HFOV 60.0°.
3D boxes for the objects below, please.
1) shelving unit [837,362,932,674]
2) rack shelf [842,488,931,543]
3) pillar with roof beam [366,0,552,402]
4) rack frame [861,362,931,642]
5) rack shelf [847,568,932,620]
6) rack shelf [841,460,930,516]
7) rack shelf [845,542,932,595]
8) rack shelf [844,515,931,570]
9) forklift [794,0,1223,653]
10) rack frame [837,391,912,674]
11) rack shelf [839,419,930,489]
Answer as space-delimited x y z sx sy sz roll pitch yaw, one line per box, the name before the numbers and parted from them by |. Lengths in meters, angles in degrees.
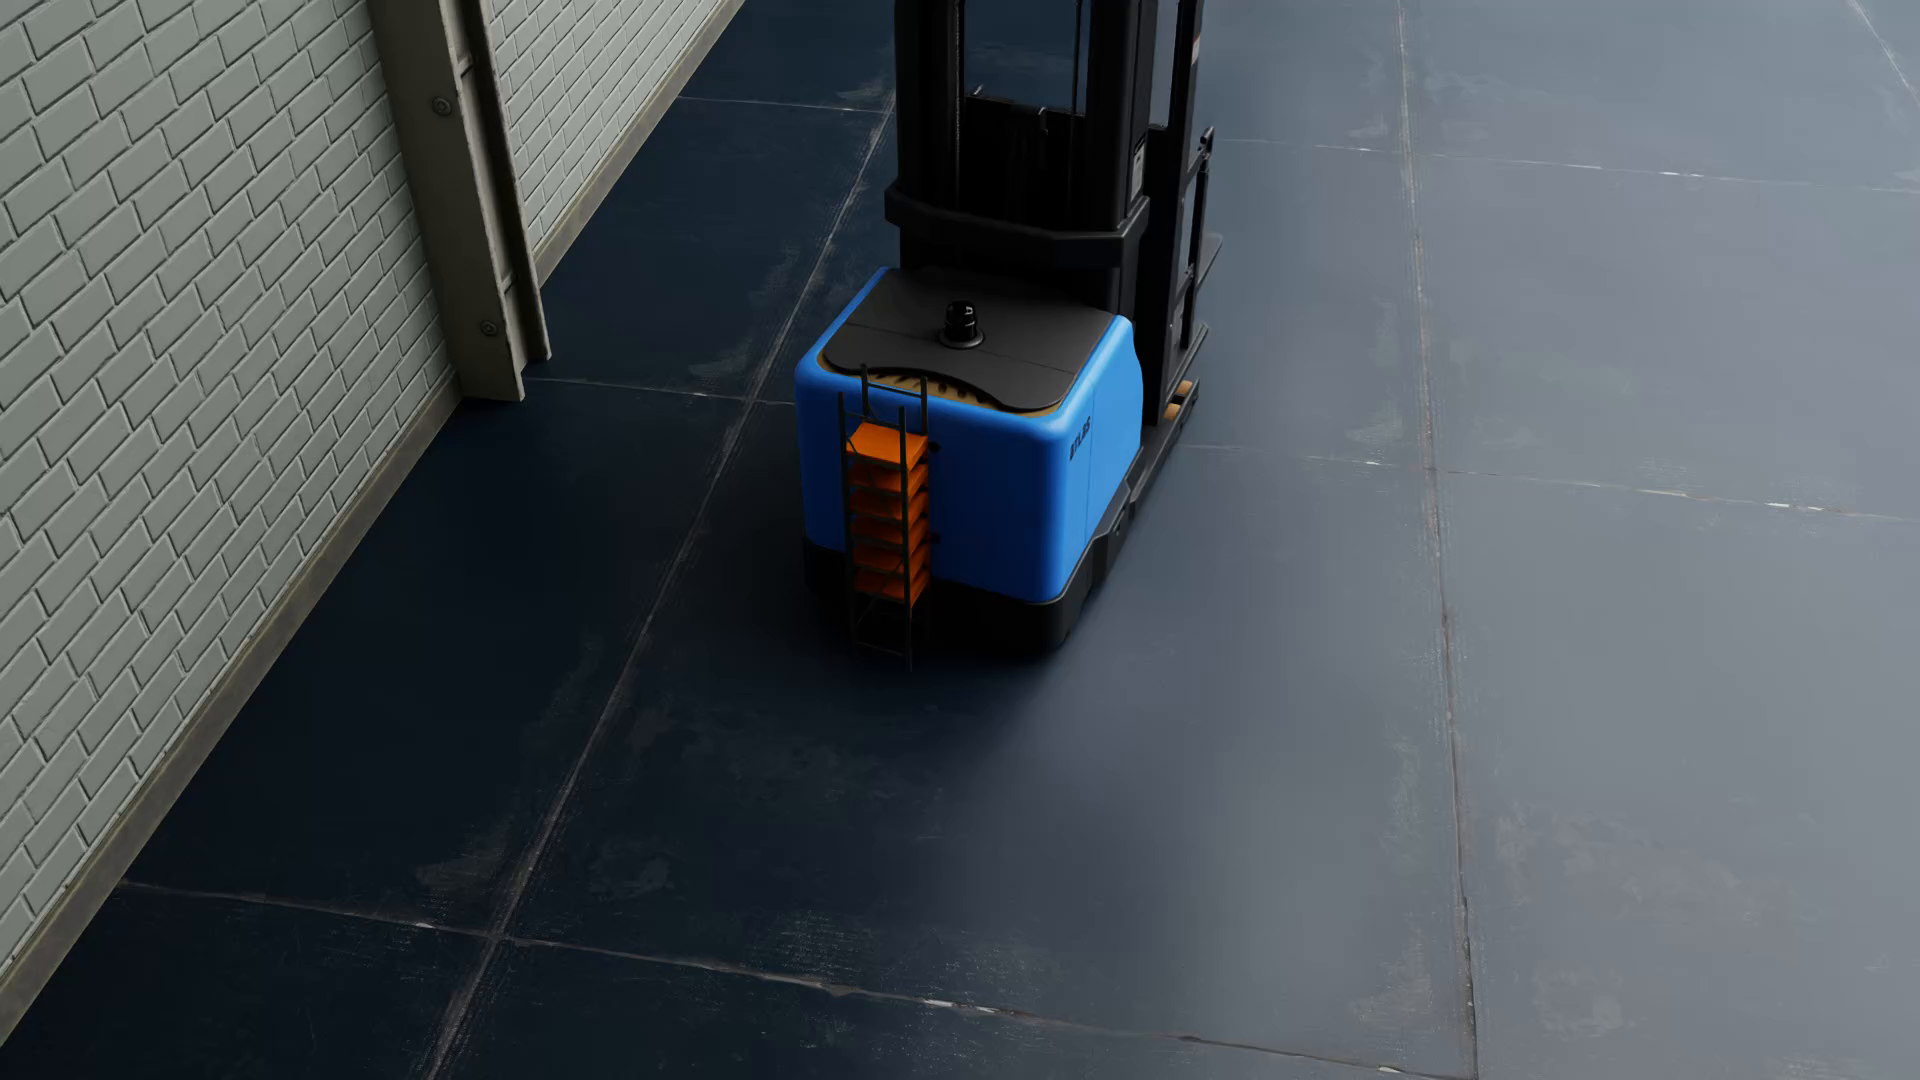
shelving unit | -0.256 -0.052 5.871 0.258 1.200 0.189 14 42 17
rack shelf | -0.256 -0.110 5.823 0.258 0.103 0.180 14 42 17
pillar with roof beam | 2.140 -3.758 4.233 9.100 9.000 0.400 6 40 8
rack frame | -0.222 -0.106 5.936 0.240 1.200 0.006 14 42 17
rack shelf | -0.256 0.168 6.052 0.258 0.103 0.180 14 42 17
rack shelf | -0.256 -0.202 5.746 0.258 0.103 0.180 14 42 17
rack shelf | -0.256 0.075 5.976 0.258 0.103 0.180 14 42 17
rack shelf | -0.256 -0.017 5.899 0.258 0.103 0.180 14 42 17
forklift | 0.420 -1.654 6.451 1.130 2.935 3.031 14 42 17
rack frame | -0.290 0.003 5.805 0.240 1.200 0.006 14 42 17
rack shelf | -0.256 -0.295 5.670 0.258 0.103 0.180 14 42 17
